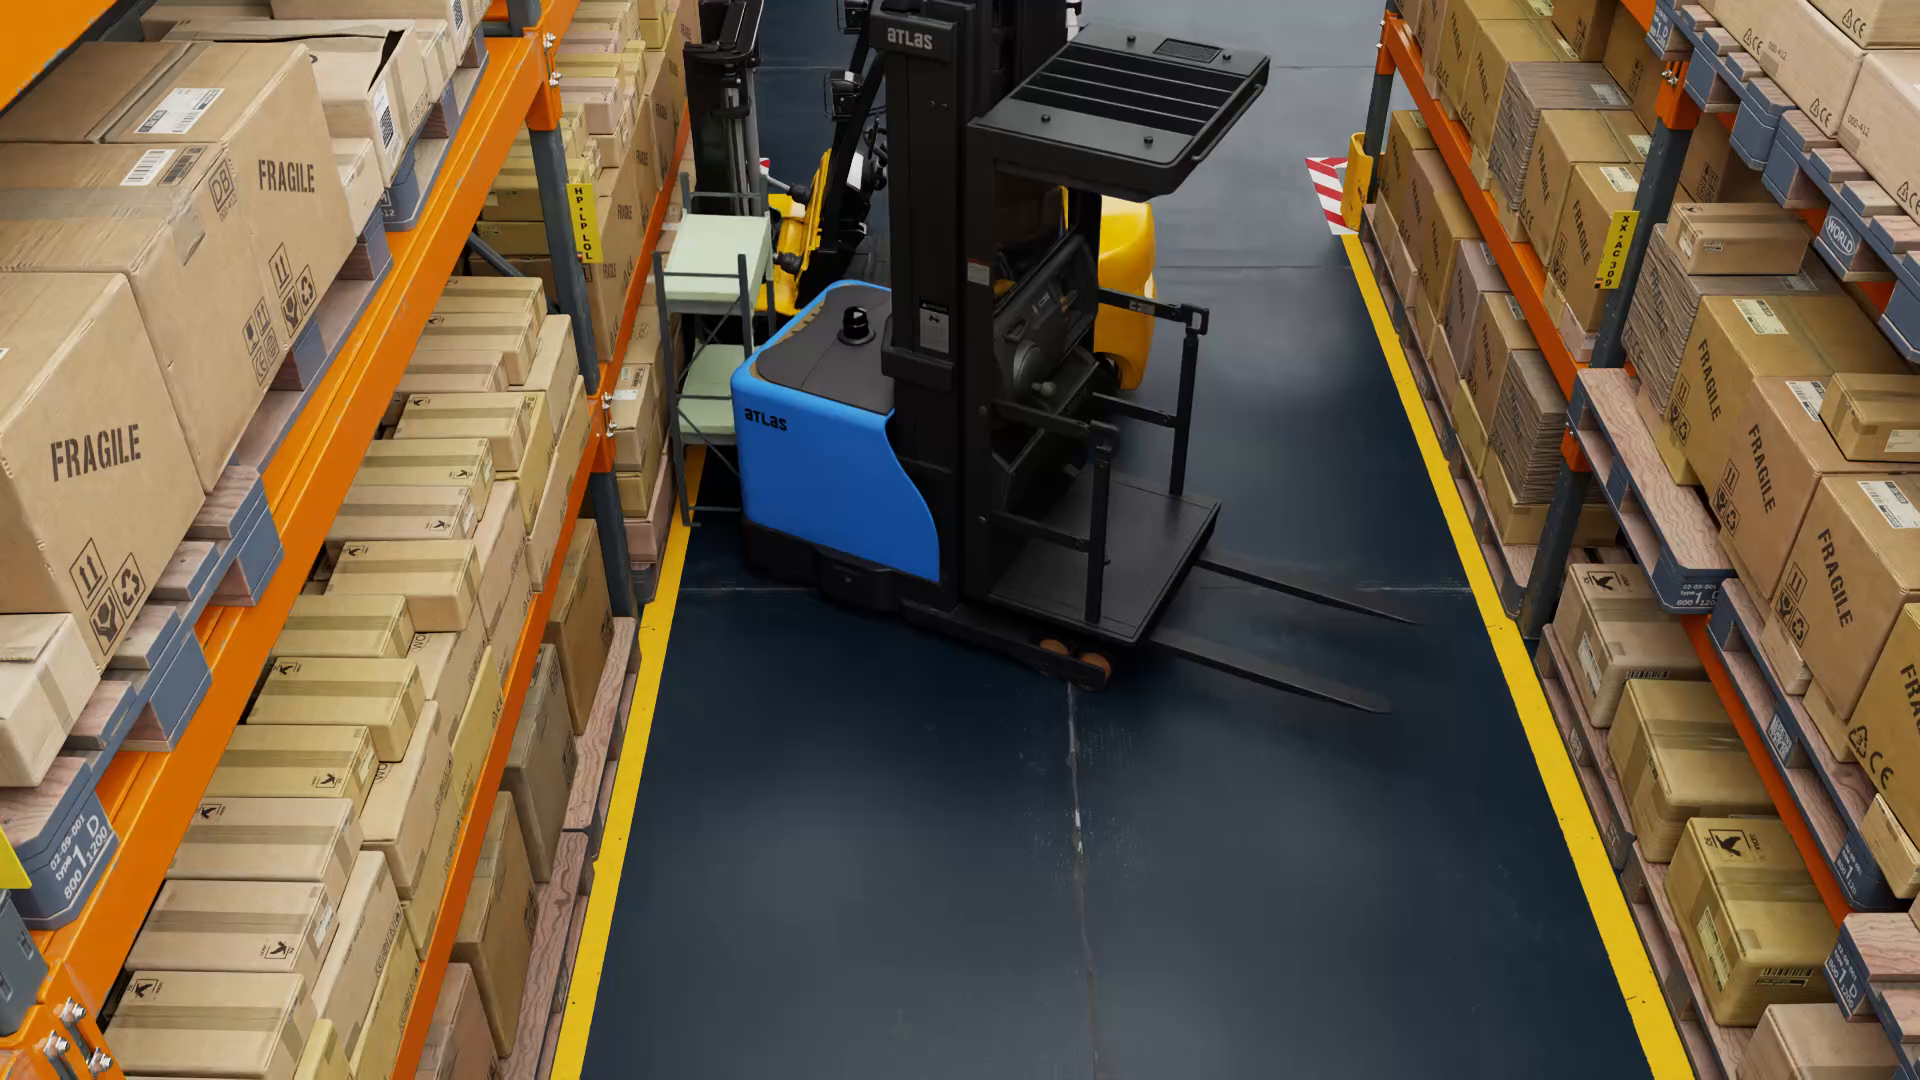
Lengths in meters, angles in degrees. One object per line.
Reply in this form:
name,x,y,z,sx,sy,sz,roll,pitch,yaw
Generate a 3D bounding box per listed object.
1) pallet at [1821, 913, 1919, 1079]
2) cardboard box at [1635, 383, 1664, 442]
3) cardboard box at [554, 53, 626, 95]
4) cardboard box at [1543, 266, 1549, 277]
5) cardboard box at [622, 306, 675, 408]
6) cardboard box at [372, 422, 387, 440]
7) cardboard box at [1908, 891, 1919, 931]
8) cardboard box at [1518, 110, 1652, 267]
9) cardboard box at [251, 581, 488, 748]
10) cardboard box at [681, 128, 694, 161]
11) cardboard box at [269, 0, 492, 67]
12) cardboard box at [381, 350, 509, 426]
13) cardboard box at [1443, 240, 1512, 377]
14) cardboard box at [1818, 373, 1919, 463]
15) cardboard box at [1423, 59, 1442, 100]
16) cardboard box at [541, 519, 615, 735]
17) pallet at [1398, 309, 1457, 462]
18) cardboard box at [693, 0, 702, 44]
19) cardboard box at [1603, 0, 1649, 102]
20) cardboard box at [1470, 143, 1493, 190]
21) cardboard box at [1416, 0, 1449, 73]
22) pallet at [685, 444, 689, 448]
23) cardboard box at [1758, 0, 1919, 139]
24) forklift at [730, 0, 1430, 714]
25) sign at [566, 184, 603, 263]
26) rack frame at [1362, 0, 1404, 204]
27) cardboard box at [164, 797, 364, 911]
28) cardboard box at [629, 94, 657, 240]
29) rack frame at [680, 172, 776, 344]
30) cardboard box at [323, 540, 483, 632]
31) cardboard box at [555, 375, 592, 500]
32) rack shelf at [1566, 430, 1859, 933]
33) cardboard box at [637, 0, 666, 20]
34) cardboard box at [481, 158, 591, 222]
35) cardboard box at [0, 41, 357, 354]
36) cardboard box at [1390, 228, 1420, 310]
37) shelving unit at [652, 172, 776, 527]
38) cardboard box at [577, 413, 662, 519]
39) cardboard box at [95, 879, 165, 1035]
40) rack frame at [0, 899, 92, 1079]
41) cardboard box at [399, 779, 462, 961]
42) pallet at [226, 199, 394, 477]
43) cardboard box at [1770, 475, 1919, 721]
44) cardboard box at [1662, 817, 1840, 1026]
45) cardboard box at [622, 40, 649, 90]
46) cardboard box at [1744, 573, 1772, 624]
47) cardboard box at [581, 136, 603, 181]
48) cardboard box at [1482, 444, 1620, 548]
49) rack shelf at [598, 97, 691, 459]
pallet,2.916,1.372,4.038,1.213,0.211,1.003,0,39,0
cardboard box,2.703,-0.478,6.059,0.380,0.149,0.250,0,39,1
cardboard box,-1.673,-2.006,7.264,0.380,0.149,0.250,-1,39,-1
cardboard box,2.784,-1.180,7.271,0.380,0.149,0.250,0,39,0
cardboard box,-1.622,-0.856,7.728,0.500,0.250,0.500,0,39,0
cardboard box,-2.210,-0.257,5.638,0.500,0.250,0.500,0,39,-1
cardboard box,2.678,0.990,4.227,0.380,0.149,0.250,-2,39,-2
cardboard box,2.762,-1.513,7.167,0.500,0.500,0.500,1,39,1
cardboard box,-1.704,0.375,4.849,0.500,0.250,0.500,0,39,1
cardboard box,-1.631,-2.128,9.315,0.500,0.250,0.500,1,39,1
cardboard box,-1.700,-1.639,4.898,0.500,0.311,0.500,-1,39,-1
cardboard box,-1.757,-0.517,5.643,0.380,0.149,0.250,0,39,0
cardboard box,2.746,-1.149,8.294,0.500,0.500,0.500,2,39,2
cardboard box,2.770,-0.357,4.870,0.380,0.149,0.250,2,39,2
cardboard box,2.695,-2.467,8.876,0.380,0.149,0.250,1,39,1
cardboard box,-1.933,0.337,6.740,0.875,0.625,0.625,2,39,2
pallet,2.978,-0.855,8.894,1.003,0.211,1.213,0,39,0
cardboard box,-1.686,-2.985,9.242,0.500,0.500,0.500,-1,39,-1
cardboard box,3.283,-2.212,7.240,0.700,0.500,0.500,-1,39,-1
cardboard box,2.702,-1.817,8.065,0.380,0.149,0.250,0,39,0
cardboard box,2.741,-2.794,8.766,0.500,0.500,0.500,1,39,1
pallet,-1.908,-0.927,8.983,1.003,0.211,1.213,0,39,0
cardboard box,2.620,-1.351,4.669,0.500,0.250,0.500,-1,39,-1
forklift,0.540,-0.874,6.742,3.031,2.935,1.130,17,42,20
sign,-1.402,-1.180,6.207,0.100,0.325,0.005,0,39,0
rack frame,3.014,-3.260,9.665,1.000,3.000,0.127,0,39,0
cardboard box,-1.687,0.766,4.042,0.380,0.149,0.250,0,39,0
cardboard box,-1.703,-1.711,7.653,0.500,0.500,0.500,0,39,0
rack frame,-1.107,-1.112,8.163,0.400,1.500,0.023,2,39,1
cardboard box,-1.614,0.134,4.831,0.380,0.149,0.250,-1,39,-1
cardboard box,-1.683,-0.379,6.190,0.500,0.250,0.500,1,39,1
rack shelf,3.021,0.773,5.207,1.077,0.370,4.000,0,39,0
cardboard box,-1.637,-2.640,8.055,0.380,0.149,0.250,1,39,1
cardboard box,-1.649,-1.360,6.458,0.380,0.149,0.250,1,39,1
cardboard box,-1.699,-0.753,3.642,0.500,0.500,0.500,1,39,1
cardboard box,2.731,-1.527,9.365,0.500,0.250,0.500,1,39,2
shelving unit,-1.120,-0.879,7.881,0.431,1.500,0.755,2,39,1
cardboard box,-1.637,-0.341,7.486,0.500,0.250,0.500,0,39,0
cardboard box,-2.221,1.012,4.054,0.500,0.250,0.500,0,39,0
rack frame,-1.940,1.749,3.414,1.000,3.000,0.127,0,39,0
cardboard box,-1.700,0.893,4.602,0.500,0.250,0.500,-1,39,-2
pallet,-2.035,-0.472,3.938,1.003,0.211,1.213,2,39,2
cardboard box,2.732,0.160,4.744,0.500,0.500,0.500,-2,39,-2
cardboard box,3.029,1.316,5.721,0.950,0.372,0.625,1,39,1
cardboard box,-1.664,-2.211,7.757,0.380,0.149,0.250,-1,39,-1
cardboard box,2.729,0.171,5.249,0.380,0.149,0.250,0,39,0
cardboard box,-1.712,-1.569,6.956,0.380,0.149,0.250,0,39,0
cardboard box,2.749,-0.219,7.733,0.500,0.250,0.500,2,39,2
rack shelf,-1.947,-1.722,8.321,1.077,0.370,4.000,0,39,0
